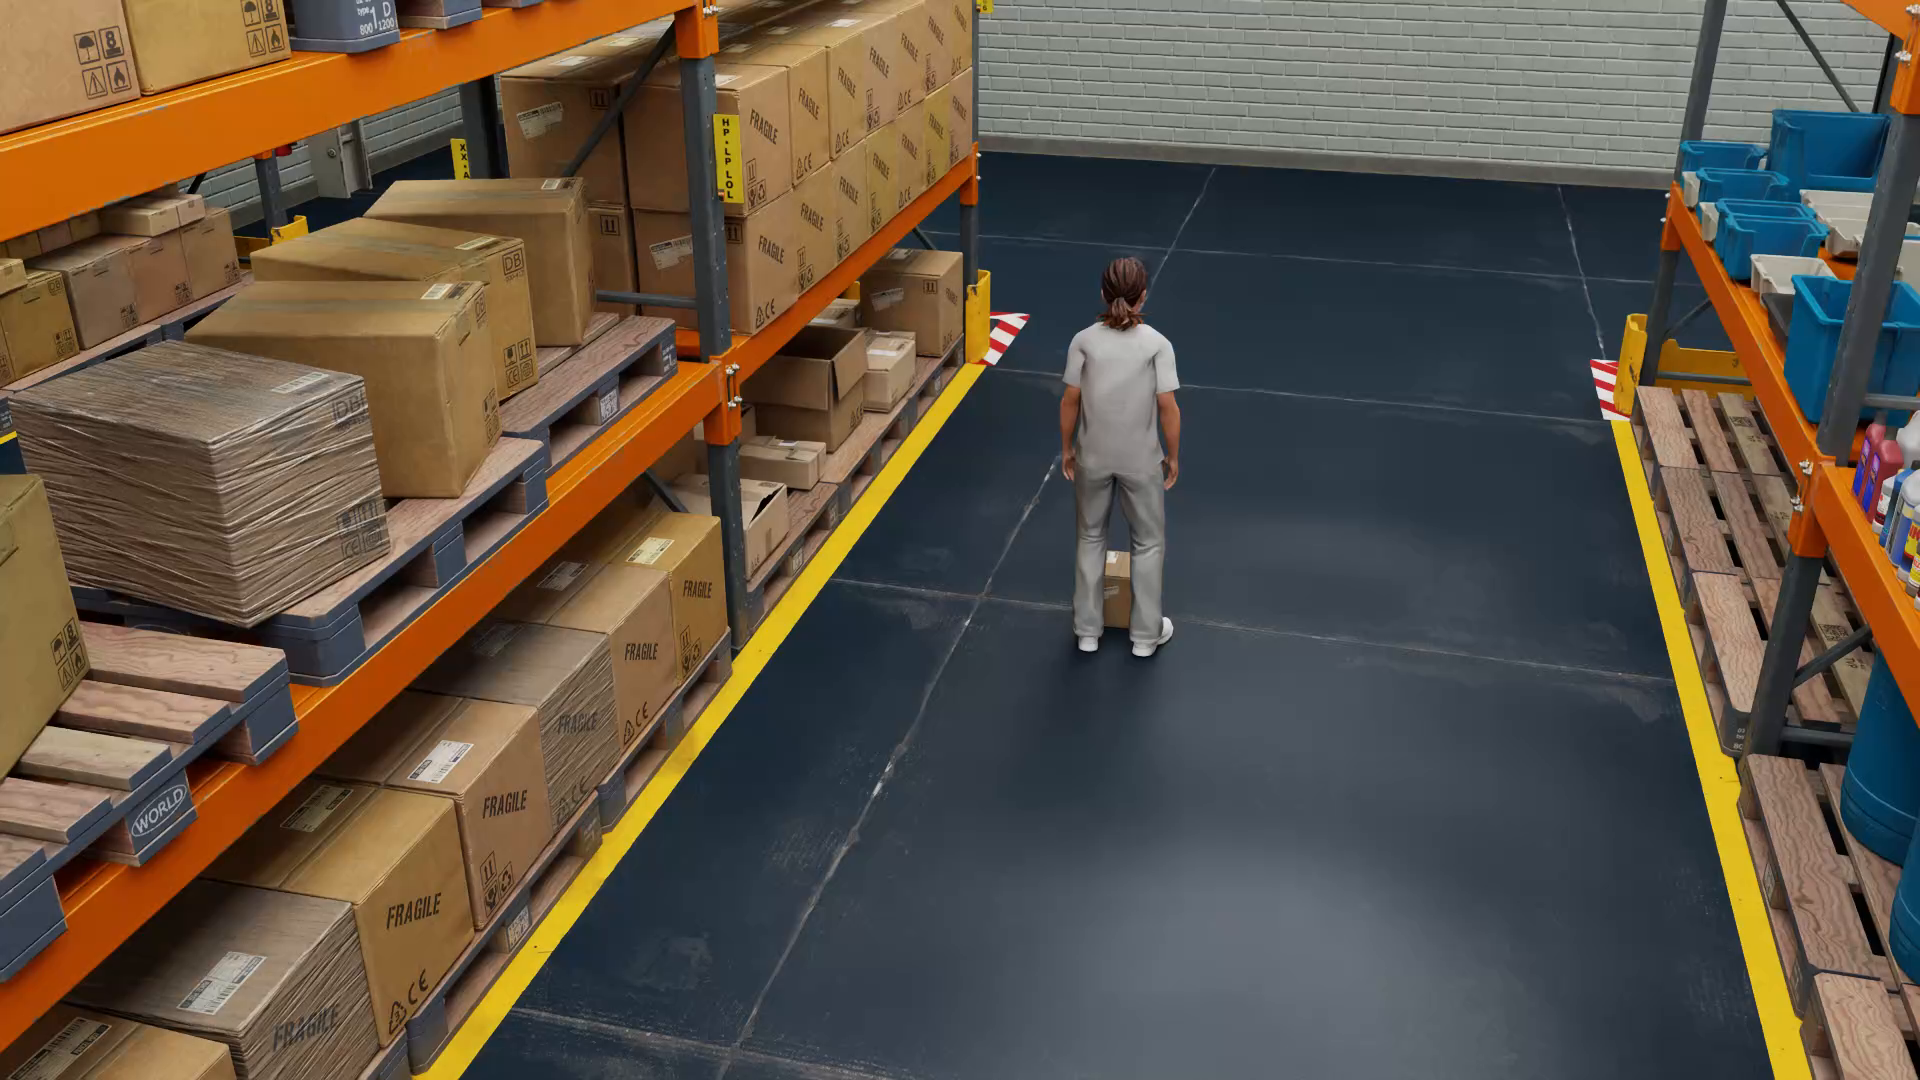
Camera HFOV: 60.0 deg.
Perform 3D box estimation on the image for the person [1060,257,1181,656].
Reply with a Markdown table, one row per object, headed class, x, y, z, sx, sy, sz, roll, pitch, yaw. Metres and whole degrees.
| class | x | y | z | sx | sy | sz | roll | pitch | yaw |
| --- | --- | --- | --- | --- | --- | --- | --- | --- | --- |
| person | 0.651 | -0.321 | 6.787 | 0.496 | 1.672 | 0.352 | 6 | 26 | 12 |
